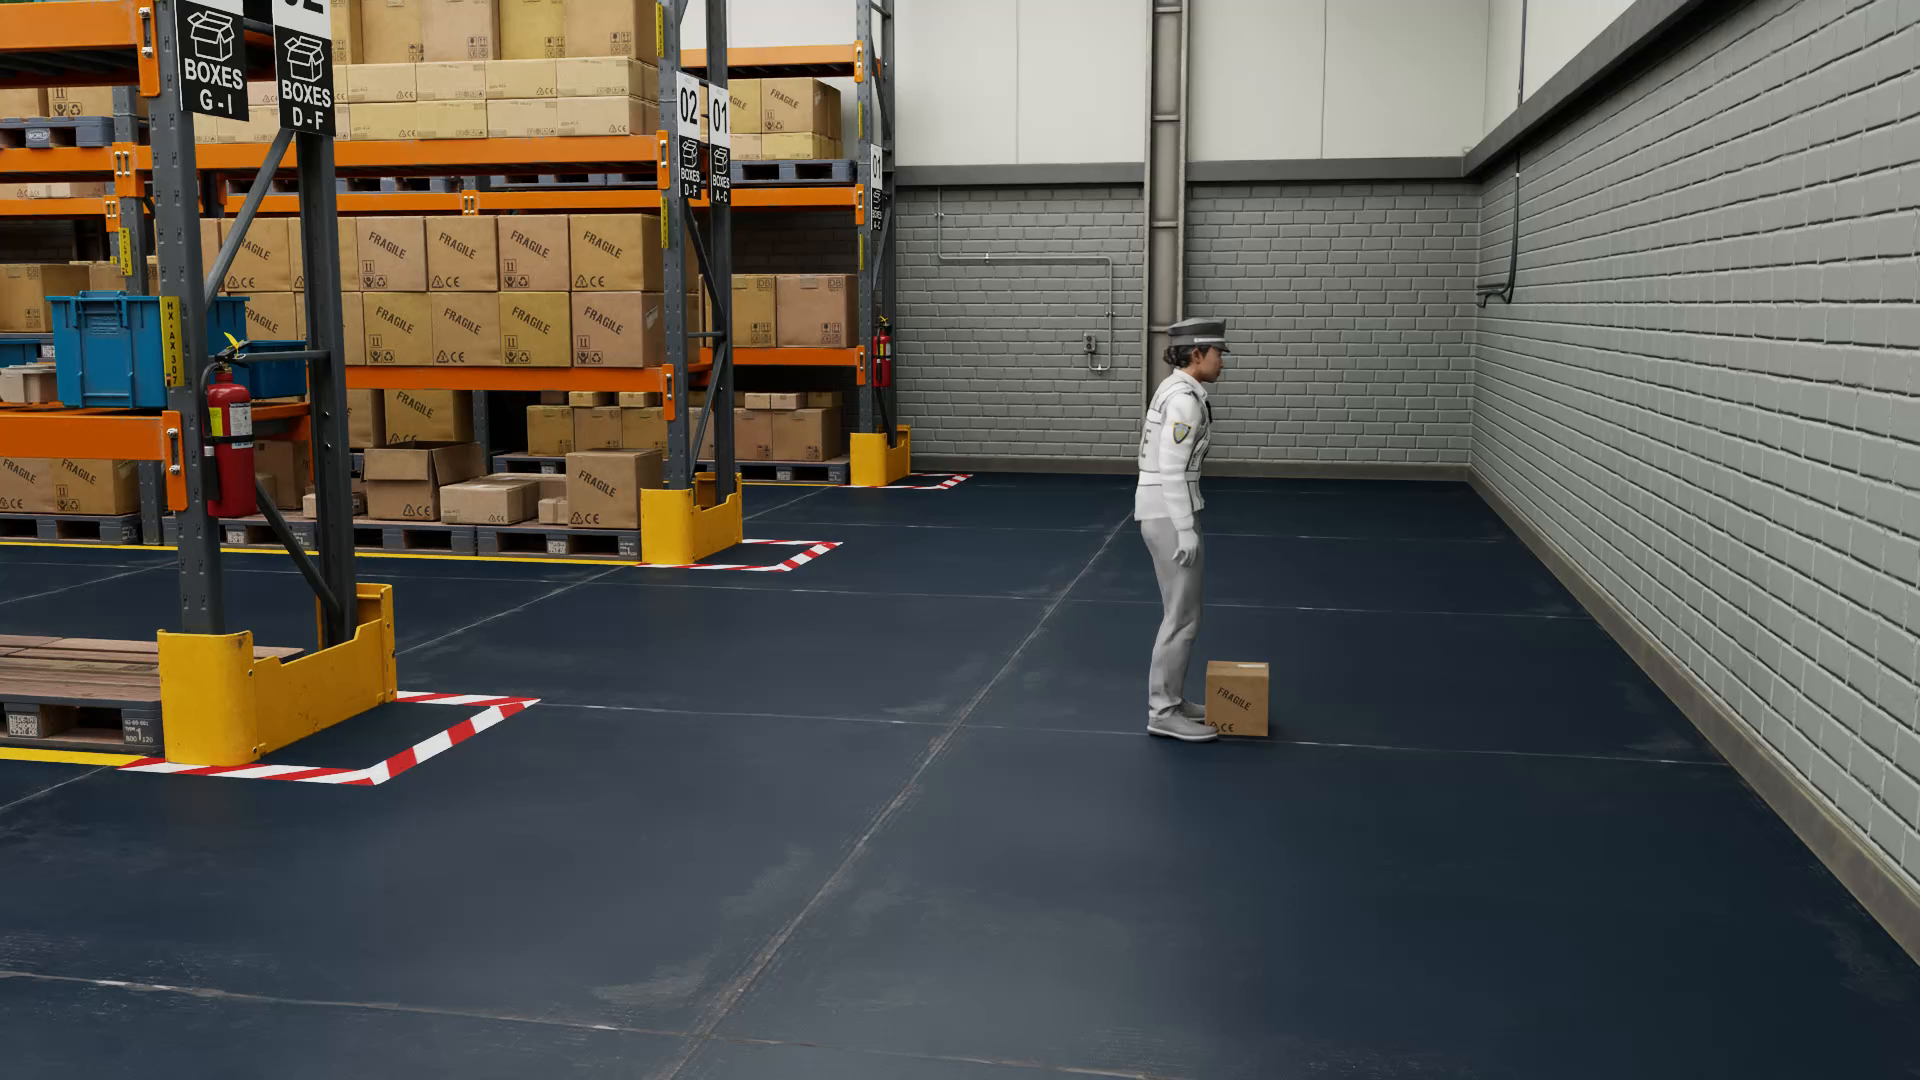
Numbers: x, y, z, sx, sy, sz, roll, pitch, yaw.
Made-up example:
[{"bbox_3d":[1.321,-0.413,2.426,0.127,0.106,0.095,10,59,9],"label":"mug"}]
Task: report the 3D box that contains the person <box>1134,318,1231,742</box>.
[{"bbox_3d":[0.892,-0.060,6.730,0.376,1.662,0.543,1,8,8],"label":"person"}]
